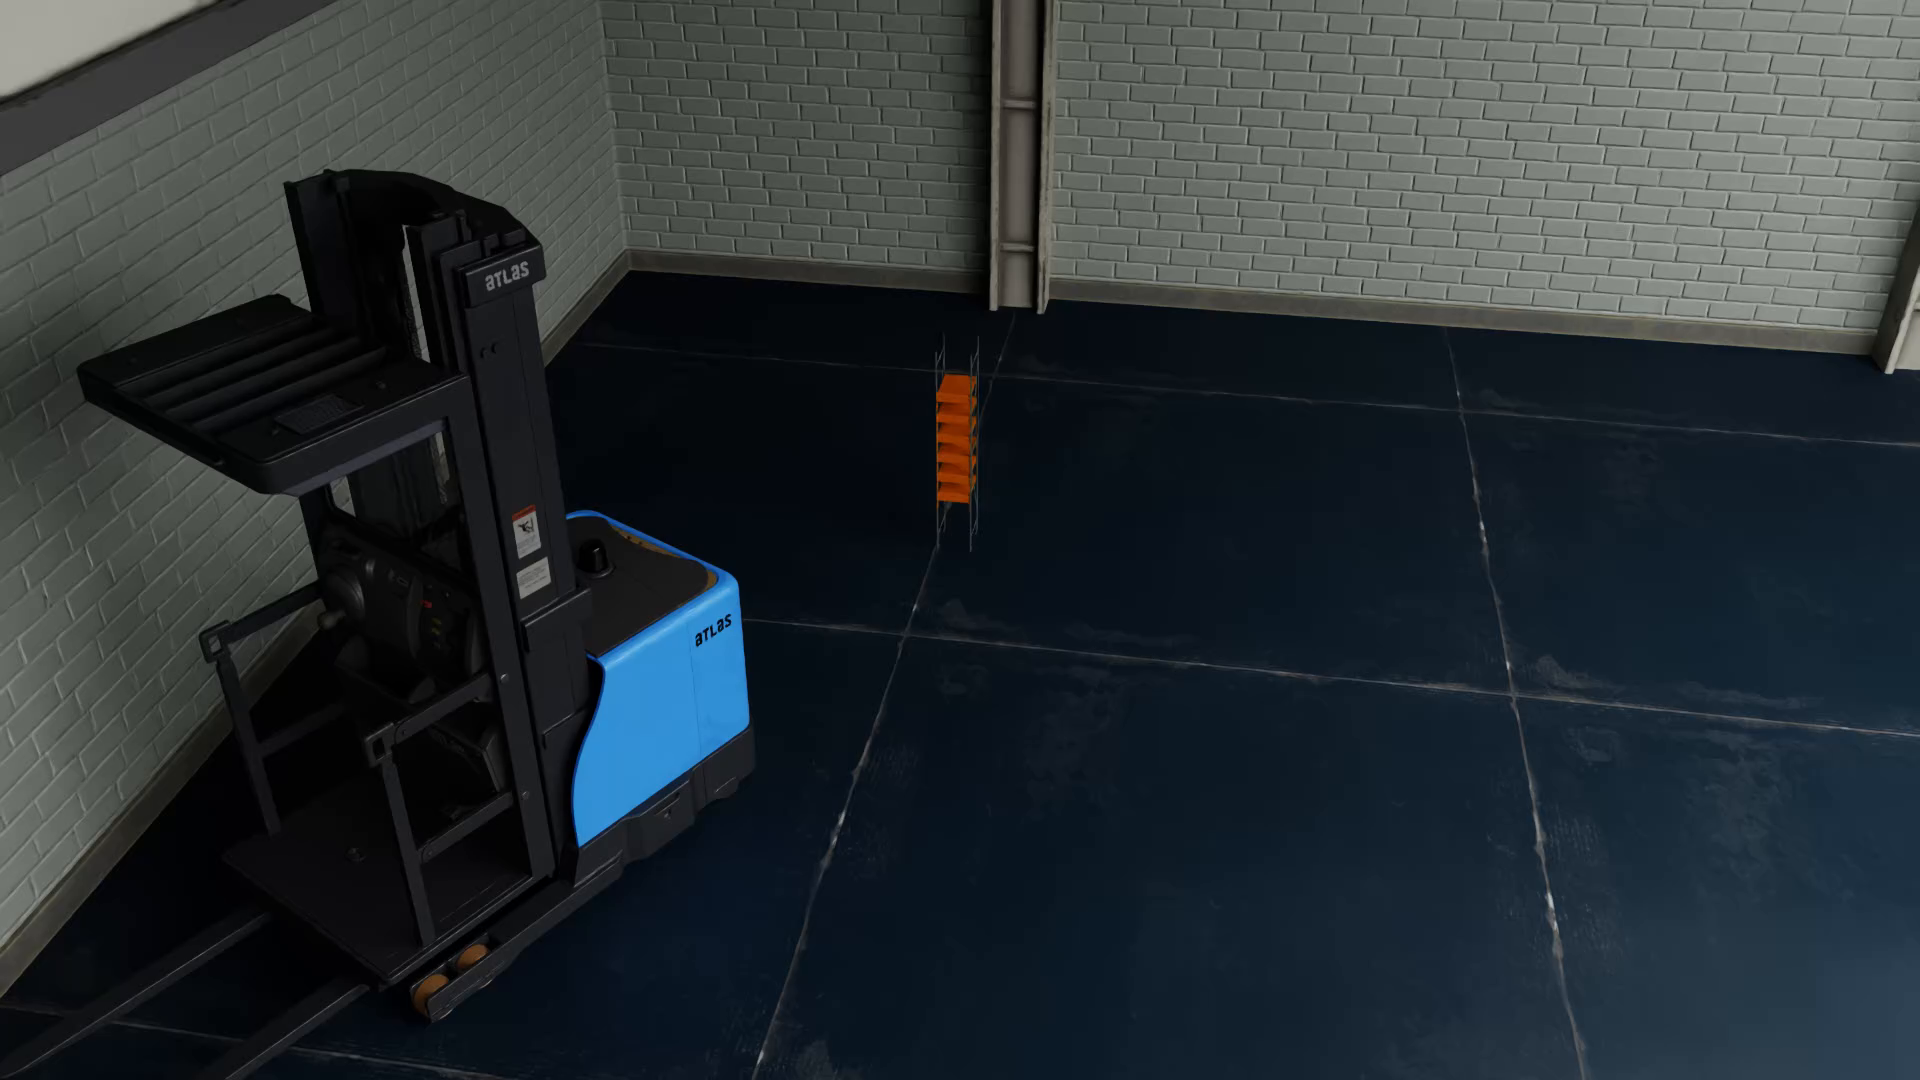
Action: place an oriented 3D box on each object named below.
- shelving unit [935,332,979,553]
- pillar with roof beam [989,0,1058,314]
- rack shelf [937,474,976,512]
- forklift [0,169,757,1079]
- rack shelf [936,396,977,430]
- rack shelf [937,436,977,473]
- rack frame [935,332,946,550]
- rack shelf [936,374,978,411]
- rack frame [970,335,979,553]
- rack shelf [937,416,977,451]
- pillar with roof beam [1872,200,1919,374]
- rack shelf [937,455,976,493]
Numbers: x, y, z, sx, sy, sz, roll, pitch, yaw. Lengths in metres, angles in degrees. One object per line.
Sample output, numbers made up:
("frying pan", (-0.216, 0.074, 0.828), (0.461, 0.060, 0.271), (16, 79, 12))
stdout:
("shelving unit", (-0.014, -0.510, 8.934), (0.189, 1.200, 0.258), (5, 32, 8))
("pillar with roof beam", (-0.298, -3.266, 5.987), (0.400, 9.000, 9.100), (5, 32, 8))
("rack shelf", (-0.014, -0.269, 9.085), (0.180, 0.103, 0.258), (5, 32, 8))
("forklift", (-2.213, 0.285, 6.033), (1.130, 2.935, 3.031), (22, 38, 31))
("rack shelf", (-0.014, -0.676, 8.830), (0.180, 0.103, 0.258), (5, 32, 8))
("rack shelf", (-0.014, -0.472, 8.957), (0.180, 0.103, 0.258), (5, 32, 8))
("rack frame", (-0.104, -0.518, 8.947), (0.006, 1.200, 0.240), (5, 32, 8))
("rack shelf", (-0.014, -0.777, 8.766), (0.180, 0.103, 0.258), (5, 32, 8))
("rack frame", (0.076, -0.502, 8.921), (0.006, 1.200, 0.240), (5, 32, 8))
("rack shelf", (-0.014, -0.574, 8.894), (0.180, 0.103, 0.258), (5, 32, 8))
("pillar with roof beam", (5.617, -2.731, 5.131), (0.400, 9.000, 9.100), (5, 32, 8))
("rack shelf", (-0.014, -0.370, 9.021), (0.180, 0.103, 0.258), (5, 32, 8))
